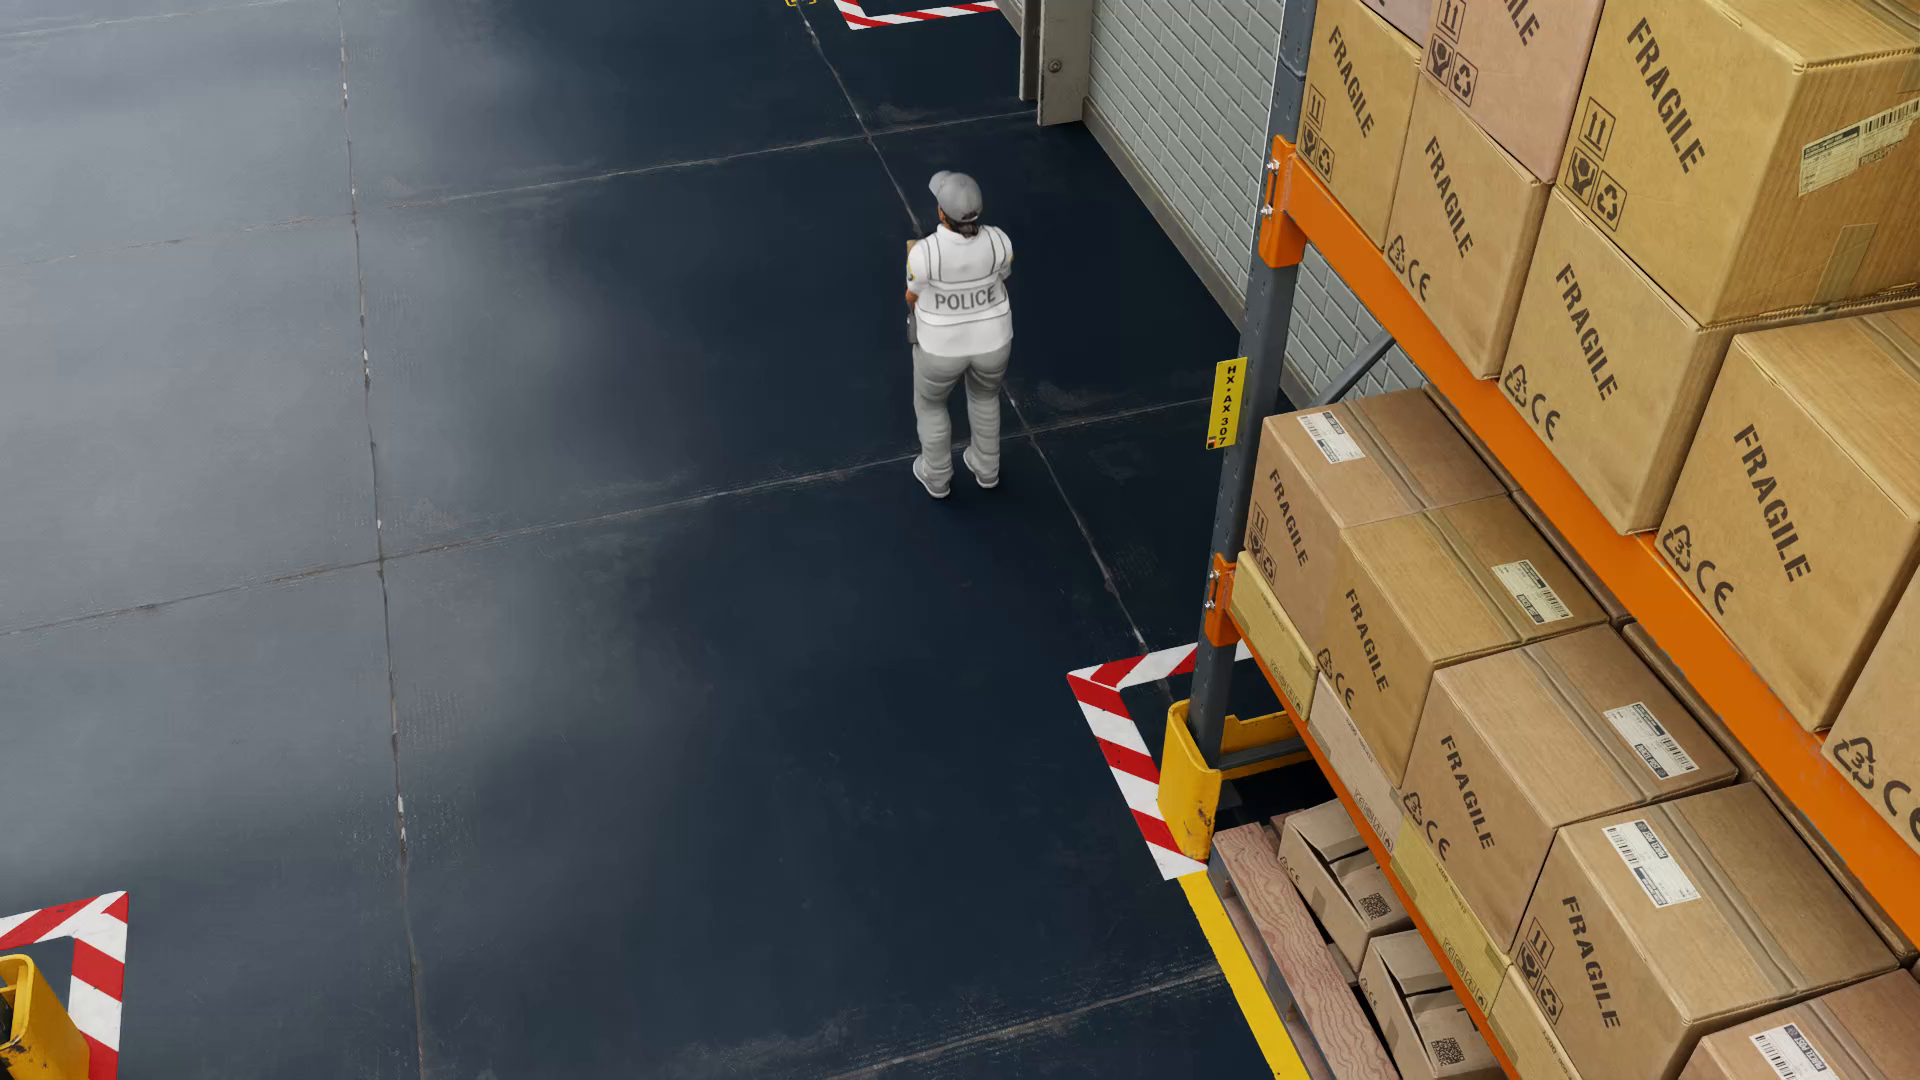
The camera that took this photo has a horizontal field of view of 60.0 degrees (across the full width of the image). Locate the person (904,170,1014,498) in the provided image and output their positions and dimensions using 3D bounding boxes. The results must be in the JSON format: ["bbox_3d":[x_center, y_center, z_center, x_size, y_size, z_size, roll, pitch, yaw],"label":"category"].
[{"bbox_3d":[-0.023,-0.897,7.145,0.453,1.653,0.541,-12,44,-12],"label":"person"}]
